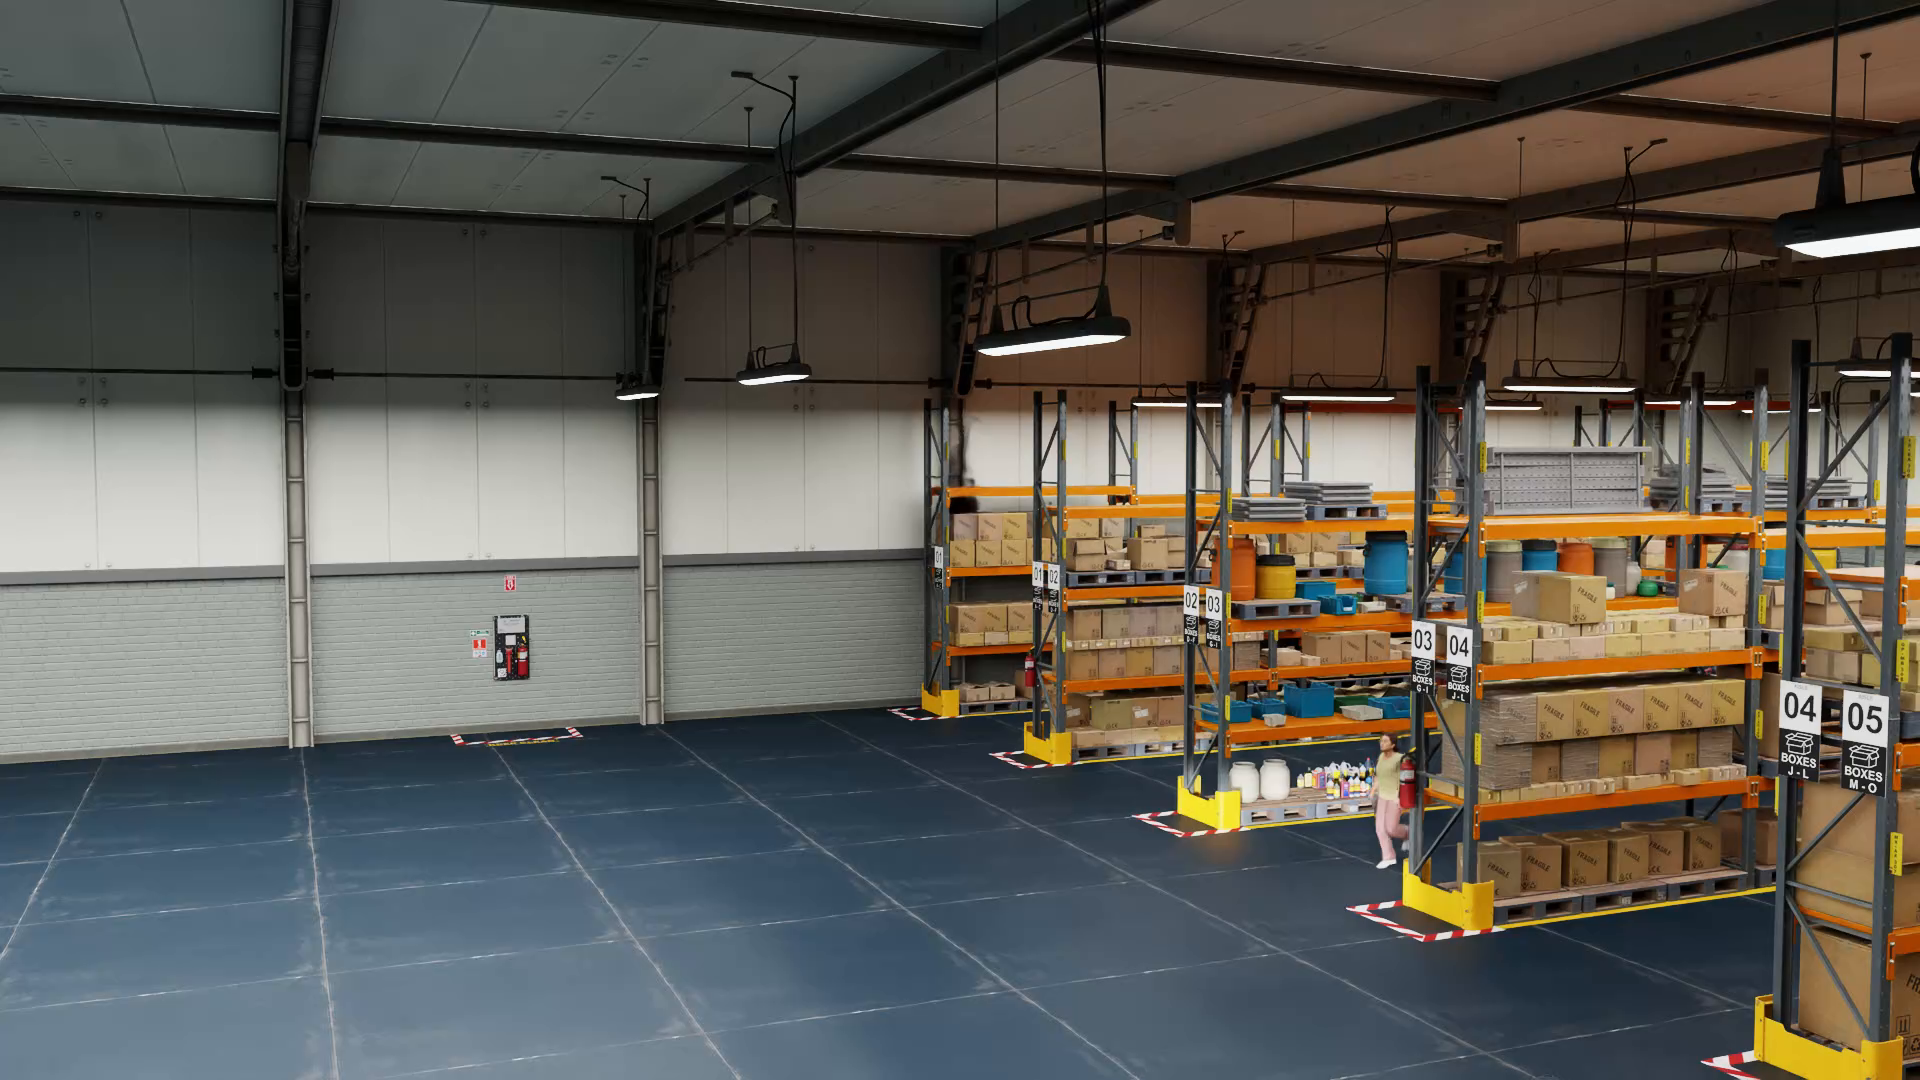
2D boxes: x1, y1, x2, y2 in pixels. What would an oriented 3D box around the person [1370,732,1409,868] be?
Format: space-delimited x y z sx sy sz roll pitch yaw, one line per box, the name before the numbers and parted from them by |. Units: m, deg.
person | 5.336 3.160 20.311 0.630 1.656 0.577 -2 4 -35
